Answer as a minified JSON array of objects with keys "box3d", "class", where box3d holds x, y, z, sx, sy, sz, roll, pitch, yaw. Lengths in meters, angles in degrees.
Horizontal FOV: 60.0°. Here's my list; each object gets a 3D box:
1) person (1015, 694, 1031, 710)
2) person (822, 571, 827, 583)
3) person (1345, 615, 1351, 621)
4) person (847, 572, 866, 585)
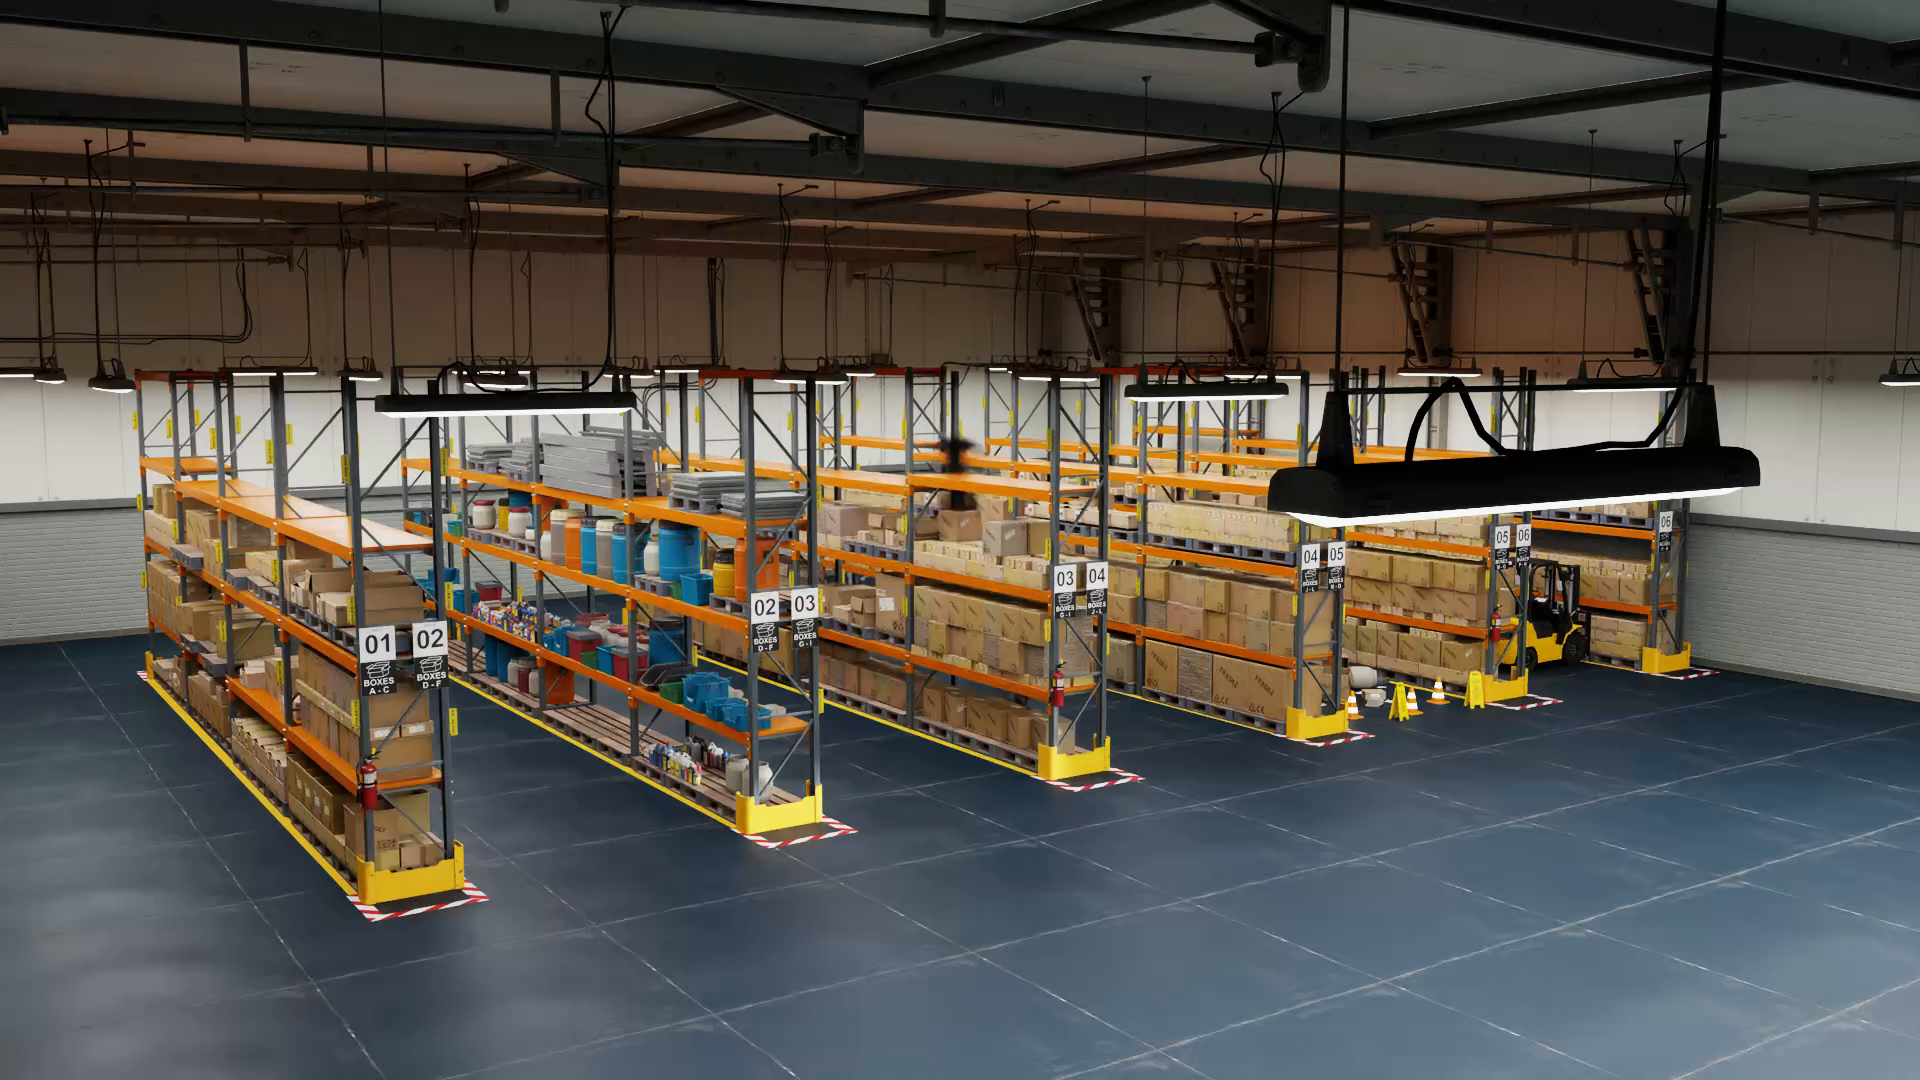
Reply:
[{"box3d":[1.294,2.198,29.250,0.663,1.679,0.776,-5,8,-40],"class":"person"},{"box3d":[-3.026,1.472,35.386,0.694,1.752,1.000,-5,8,-38],"class":"person"},{"box3d":[8.442,1.535,35.846,0.612,1.543,0.538,6,9,43],"class":"person"},{"box3d":[-2.813,0.391,45.006,0.699,1.780,0.798,5,8,38],"class":"person"}]
